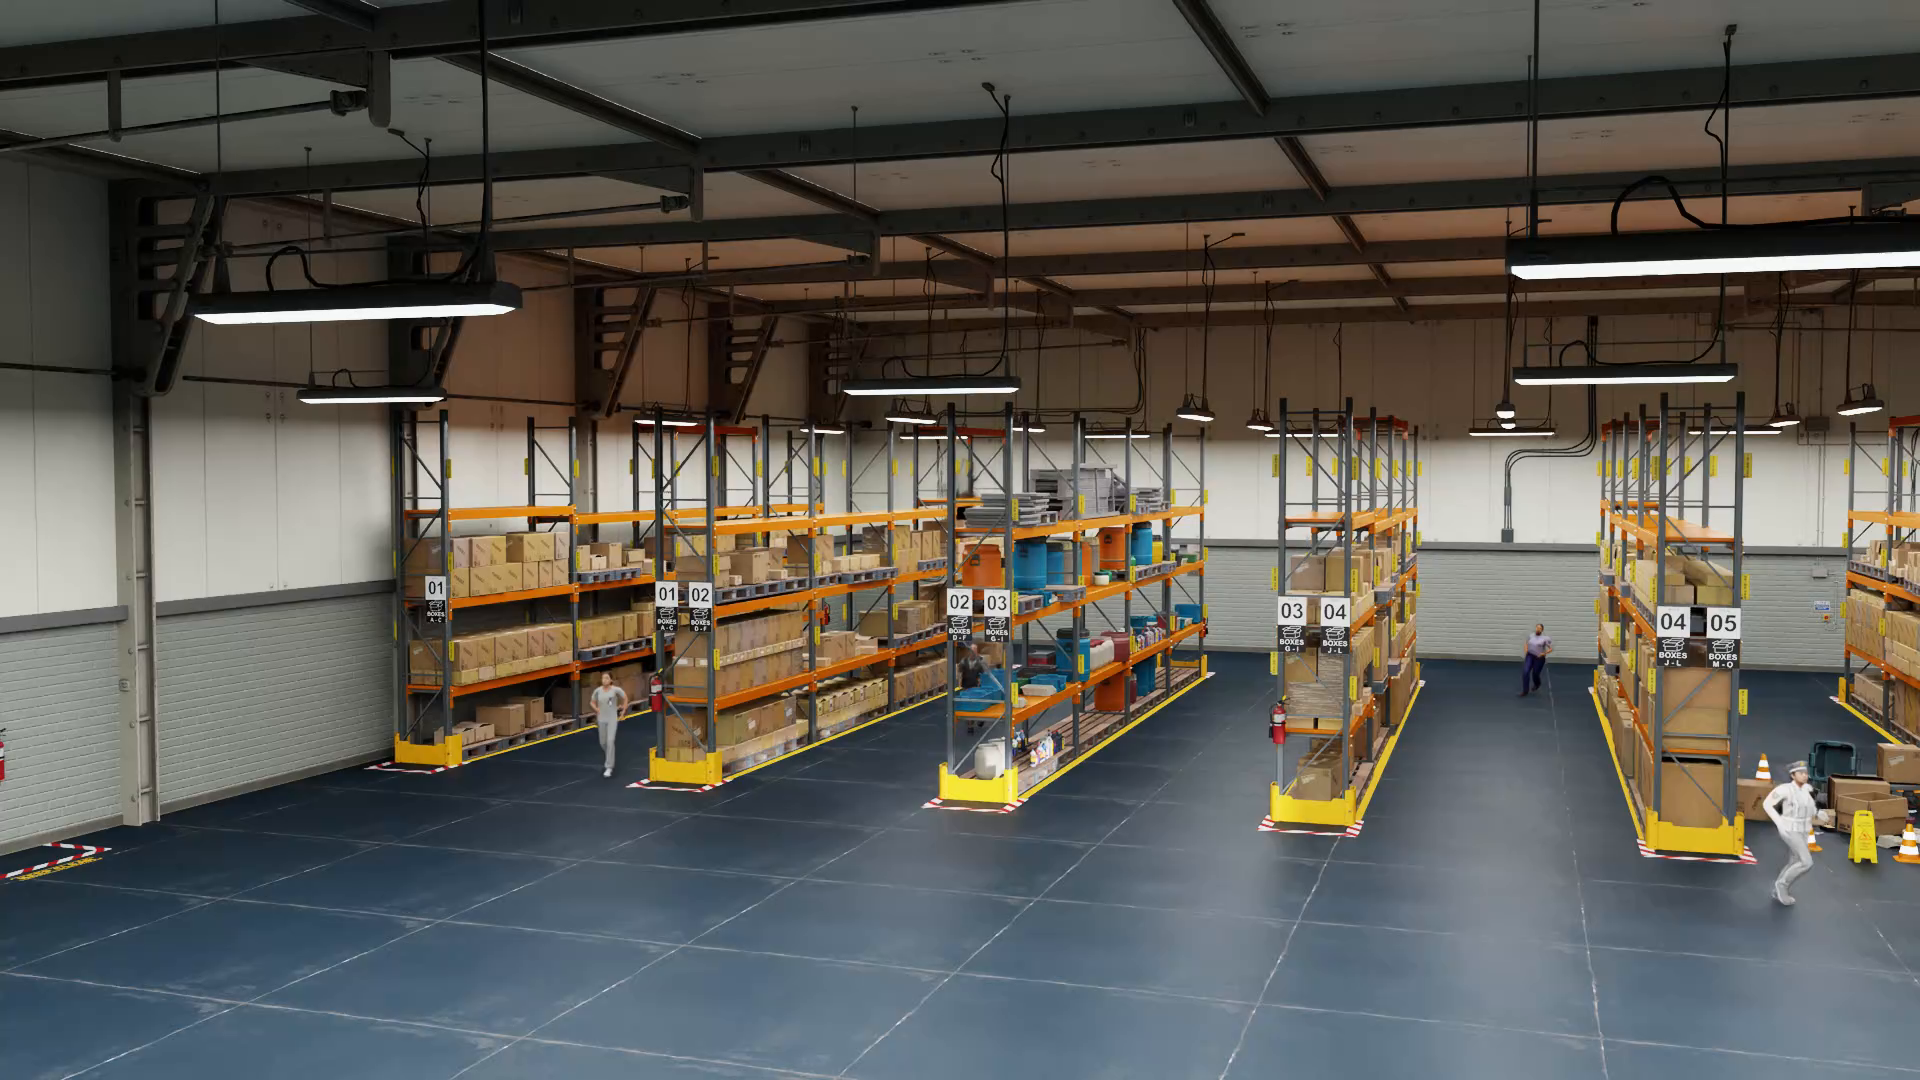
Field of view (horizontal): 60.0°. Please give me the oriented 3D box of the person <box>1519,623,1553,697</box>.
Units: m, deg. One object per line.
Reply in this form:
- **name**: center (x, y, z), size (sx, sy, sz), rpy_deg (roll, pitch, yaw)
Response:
- **person**: center (12.723, 2.633, 36.629), size (0.657, 1.605, 0.815), rpy_deg (2, 3, 37)

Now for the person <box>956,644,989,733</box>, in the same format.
- **person**: center (0.241, 2.811, 31.550), size (0.659, 1.673, 0.614), rpy_deg (0, 2, 11)

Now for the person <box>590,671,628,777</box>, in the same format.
- **person**: center (-5.785, 2.990, 27.368), size (0.611, 1.686, 0.910), rpy_deg (0, 2, 4)

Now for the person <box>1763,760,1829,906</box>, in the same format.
- **person**: center (9.594, 3.344, 18.999), size (0.589, 1.674, 0.616), rpy_deg (-1, 3, -24)
